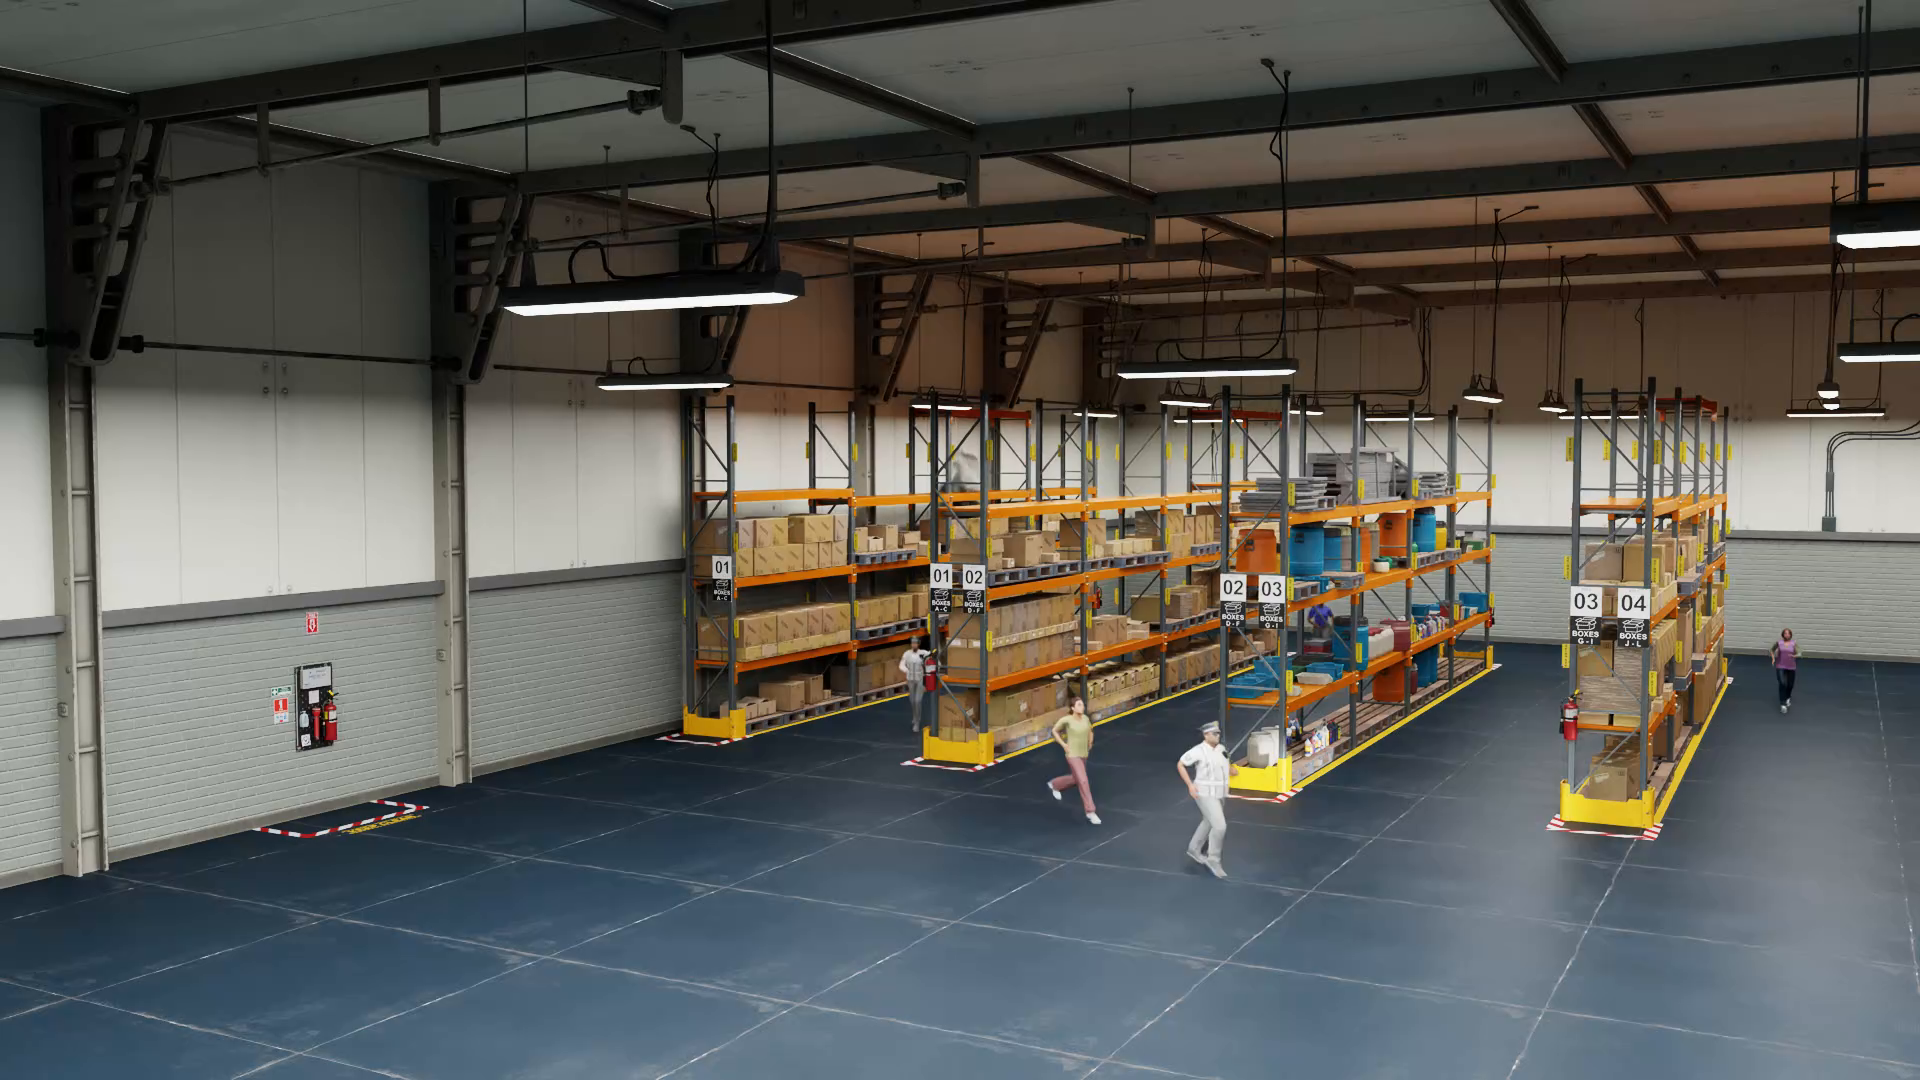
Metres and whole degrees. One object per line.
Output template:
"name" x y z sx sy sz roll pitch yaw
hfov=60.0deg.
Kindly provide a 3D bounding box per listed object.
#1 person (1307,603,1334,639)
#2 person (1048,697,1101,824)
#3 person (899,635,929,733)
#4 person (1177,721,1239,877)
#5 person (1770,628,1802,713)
"person" 8.431 2.181 38.861 0.628 1.630 0.789 1 3 10
"person" 1.594 2.979 22.850 0.546 1.670 1.123 -3 4 -41
"person" -0.782 2.575 30.092 0.631 1.743 0.792 1 3 14
"person" 2.994 3.077 19.861 0.785 1.851 0.633 3 4 43
"person" 15.944 2.492 32.103 0.534 1.590 0.876 1 3 21
